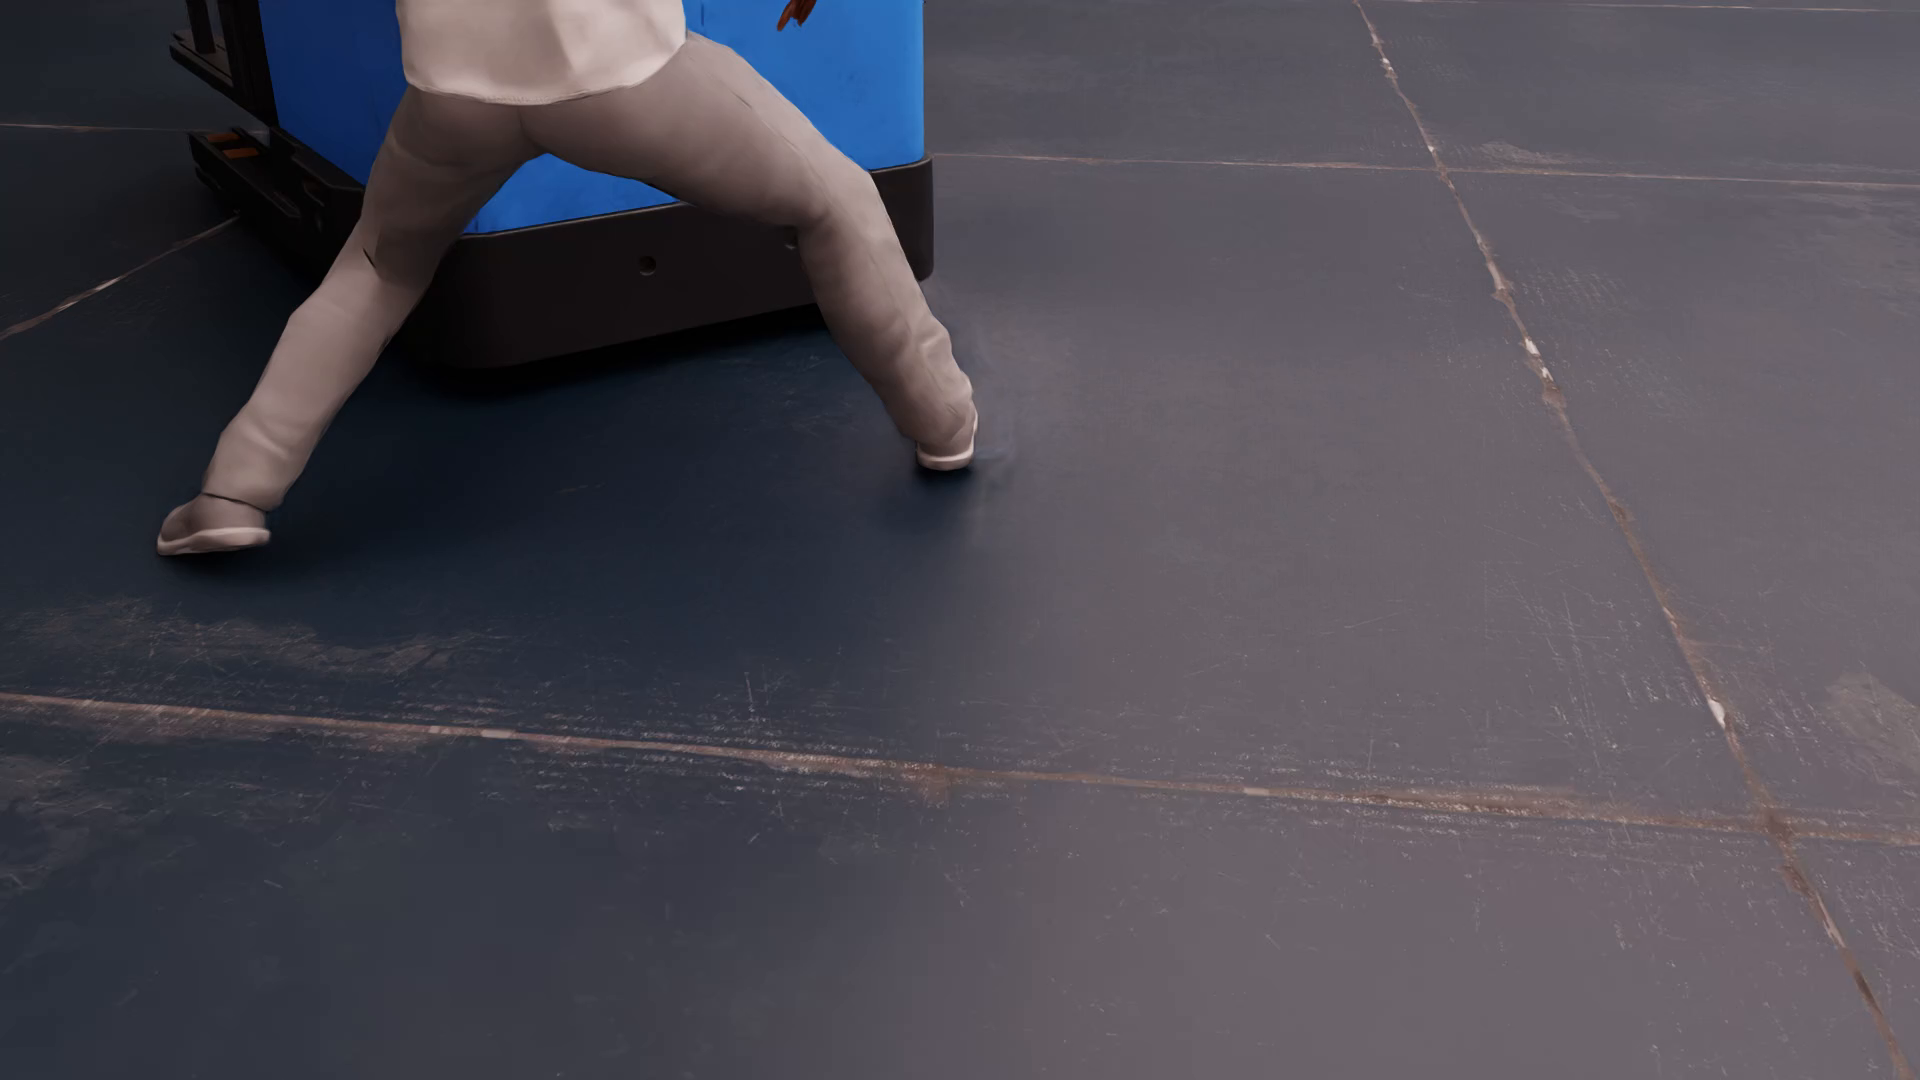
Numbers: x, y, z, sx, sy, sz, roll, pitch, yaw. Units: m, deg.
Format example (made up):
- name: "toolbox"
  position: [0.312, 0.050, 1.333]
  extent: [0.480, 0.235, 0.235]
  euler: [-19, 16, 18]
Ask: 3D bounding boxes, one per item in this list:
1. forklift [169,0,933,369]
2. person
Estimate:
- name: "forklift"
  position: [-1.304, -2.220, 3.668]
  extent: [1.130, 2.935, 3.031]
  euler: [-17, 31, -30]
- name: "person"
  position: [-0.573, -0.728, 2.341]
  extent: [1.098, 1.491, 0.937]
  euler: [8, 28, 16]
